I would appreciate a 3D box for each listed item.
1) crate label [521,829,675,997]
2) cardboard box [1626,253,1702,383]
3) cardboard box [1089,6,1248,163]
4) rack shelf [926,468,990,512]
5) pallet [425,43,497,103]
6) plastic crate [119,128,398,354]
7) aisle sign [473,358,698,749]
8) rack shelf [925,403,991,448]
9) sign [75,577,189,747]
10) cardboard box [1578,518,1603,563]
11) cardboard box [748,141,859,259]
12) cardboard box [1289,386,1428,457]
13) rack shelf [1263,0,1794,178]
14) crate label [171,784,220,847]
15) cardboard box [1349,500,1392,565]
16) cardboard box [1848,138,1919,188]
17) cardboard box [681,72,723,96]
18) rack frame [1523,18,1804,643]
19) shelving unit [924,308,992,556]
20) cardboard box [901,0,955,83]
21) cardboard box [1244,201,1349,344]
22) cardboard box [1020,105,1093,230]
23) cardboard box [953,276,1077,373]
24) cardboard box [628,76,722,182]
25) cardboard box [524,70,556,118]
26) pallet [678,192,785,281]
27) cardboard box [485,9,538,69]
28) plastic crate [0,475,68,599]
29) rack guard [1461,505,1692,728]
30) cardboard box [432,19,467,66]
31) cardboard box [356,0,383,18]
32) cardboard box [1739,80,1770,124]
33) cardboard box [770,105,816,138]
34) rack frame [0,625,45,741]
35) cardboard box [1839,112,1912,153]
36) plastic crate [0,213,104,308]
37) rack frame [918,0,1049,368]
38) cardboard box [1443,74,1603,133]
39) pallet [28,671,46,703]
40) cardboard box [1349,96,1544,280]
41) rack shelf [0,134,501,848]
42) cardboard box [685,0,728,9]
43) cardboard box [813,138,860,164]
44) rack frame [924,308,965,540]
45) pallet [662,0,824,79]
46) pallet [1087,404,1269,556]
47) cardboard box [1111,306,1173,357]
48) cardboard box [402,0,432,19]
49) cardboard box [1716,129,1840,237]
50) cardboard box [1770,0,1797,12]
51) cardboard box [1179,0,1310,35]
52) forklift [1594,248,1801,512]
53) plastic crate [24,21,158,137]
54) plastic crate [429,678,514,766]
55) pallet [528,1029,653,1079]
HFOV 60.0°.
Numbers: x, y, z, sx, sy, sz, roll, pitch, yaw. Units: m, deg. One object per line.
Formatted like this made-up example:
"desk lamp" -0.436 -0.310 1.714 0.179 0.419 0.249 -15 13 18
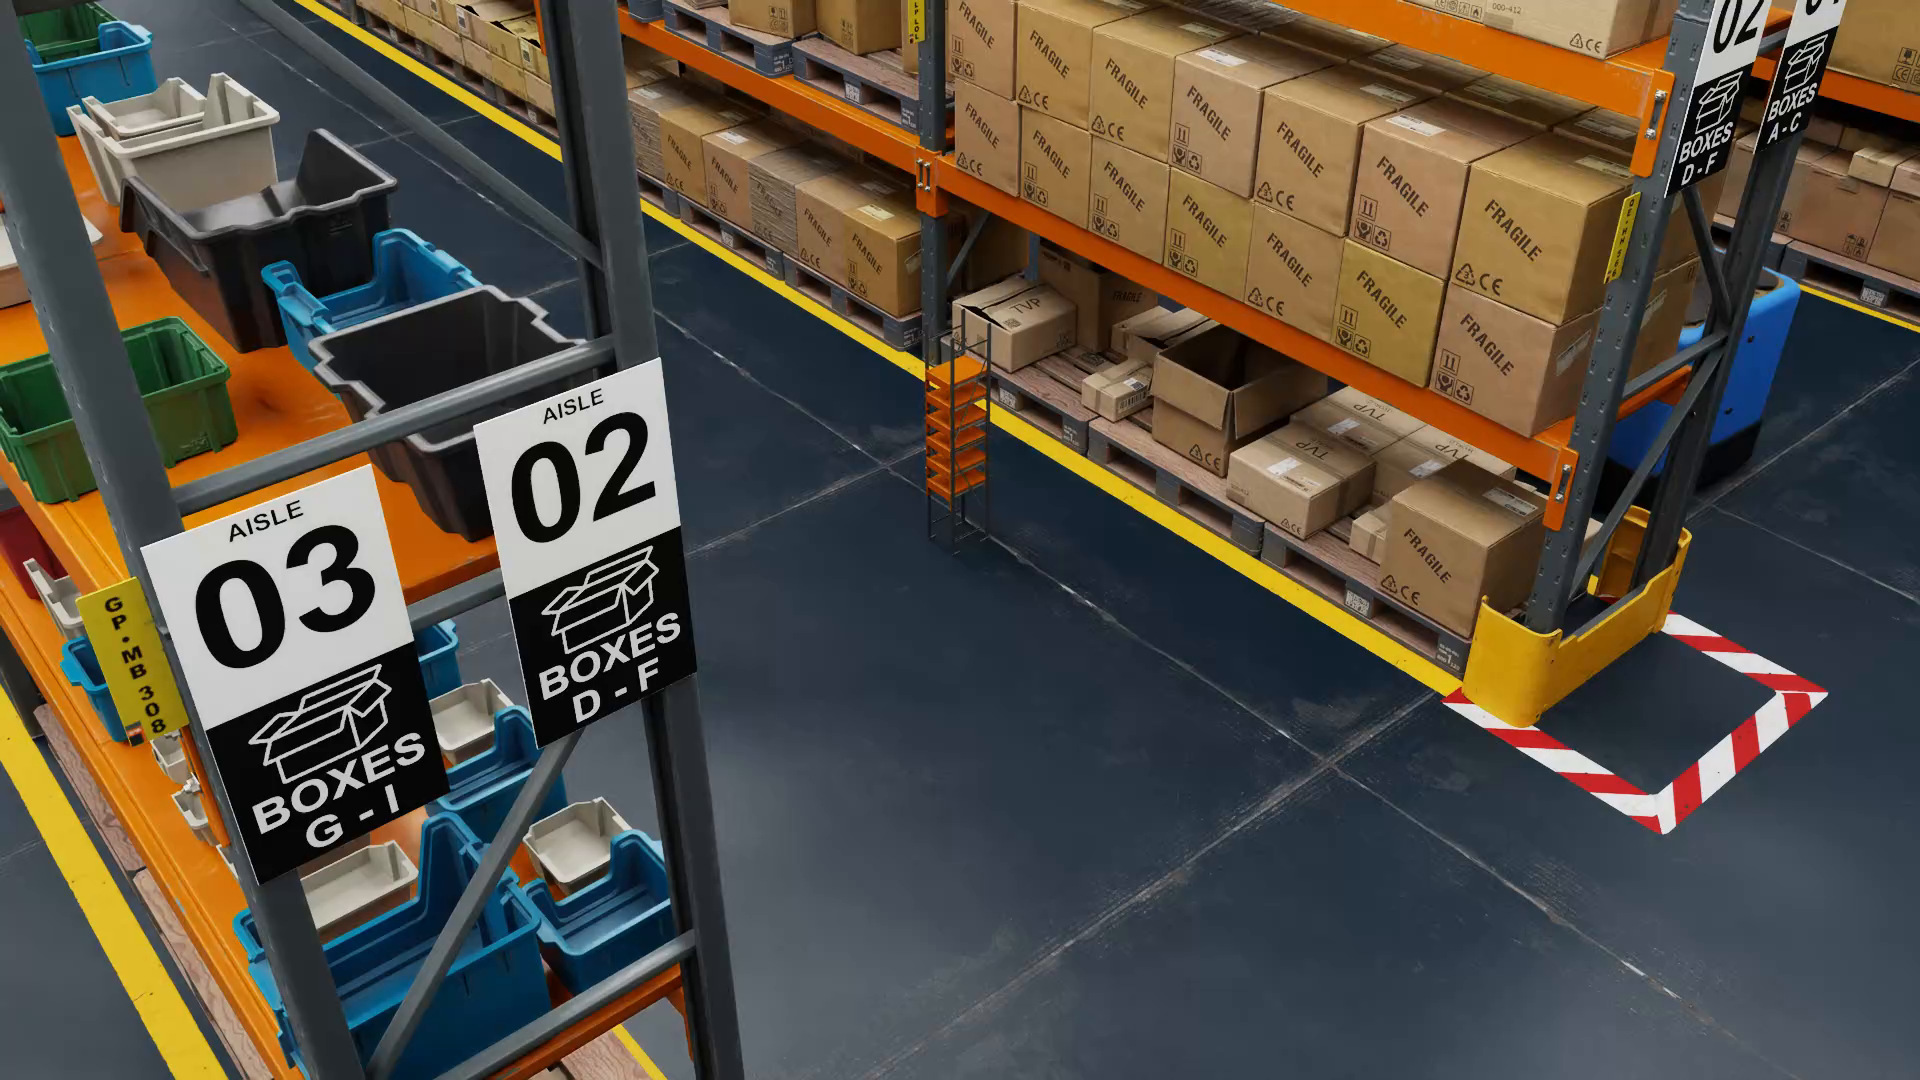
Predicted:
"crate label" -0.913 0.994 4.344 0.416 0.233 0.303 -26 43 -32
"cardboard box" 2.697 -0.999 6.979 0.500 0.500 0.500 -25 42 -31
"cardboard box" 0.954 -2.111 7.684 0.500 0.500 0.500 -27 44 -33
"rack shelf" -0.009 -0.264 8.077 0.258 0.103 0.180 -26 43 -32
"pallet" -3.666 -3.975 13.679 1.003 0.211 1.213 -26 43 -32
"plastic crate" -1.781 -0.794 4.234 0.504 0.338 0.767 -26 43 -32
"aisle sign" -0.731 0.042 3.346 0.394 0.787 0.004 -26 43 -32
"rack shelf" -0.009 -0.558 7.869 0.258 0.103 0.180 -26 43 -32
"sign" -1.414 0.213 2.850 0.100 0.325 0.005 -26 43 -32
"cardboard box" 2.774 0.007 7.731 0.380 0.149 0.250 -26 43 -32
"cardboard box" -0.973 -2.143 10.463 0.500 0.500 0.500 -25 43 -31
"cardboard box" 2.002 -0.509 8.372 0.500 0.250 0.500 -26 43 -32
"rack shelf" 1.491 -2.478 7.180 1.077 0.370 4.000 -26 43 -32
"crate label" -2.044 0.725 4.807 0.396 0.136 0.243 -26 43 -32
"cardboard box" 2.050 -0.048 7.793 0.380 0.166 0.250 -26 43 -32
"cardboard box" 5.648 -2.302 10.144 0.380 0.149 0.250 -25 42 -31
"cardboard box" -1.598 -3.030 11.715 0.500 0.500 0.500 -24 42 -30
"rack frame" 2.782 -0.664 6.592 1.000 3.000 0.127 -26 43 -32
"shelving unit" -0.009 -0.496 7.912 0.258 1.200 0.189 -26 43 -32
"cardboard box" 0.065 -2.935 9.349 0.500 0.500 0.700 19 39 24
"cardboard box" 1.629 -1.251 7.335 0.500 0.500 0.500 -26 43 -31
"cardboard box" 0.654 -1.919 8.278 0.500 0.500 0.500 -25 42 -31
"cardboard box" 0.306 -1.246 9.360 0.500 0.311 0.500 -26 43 -32
"cardboard box" -1.963 -2.819 11.417 0.500 0.500 0.500 -28 44 -33
"cardboard box" -2.907 -3.387 12.452 0.500 0.250 0.500 -25 42 -31
"pallet" -1.145 -2.176 11.140 1.003 0.211 1.213 -26 43 -32
"cardboard box" -3.248 -3.841 12.608 0.500 0.311 0.500 -27 43 -32
"plastic crate" -3.201 -0.147 5.755 0.402 0.464 0.583 -26 43 -32
"rack guard" 2.733 0.322 7.362 1.175 0.500 0.348 -26 43 -32
"cardboard box" -3.899 -4.062 13.406 0.500 0.250 0.500 -25 42 -31
"cardboard box" -4.891 -4.741 14.364 0.500 0.250 0.500 -27 43 -33
"cardboard box" 5.286 -2.891 10.976 0.380 0.149 0.250 -27 43 -33
"cardboard box" -0.895 -2.863 10.830 0.500 0.250 0.500 -27 43 -33
"rack frame" -3.586 -0.584 6.480 1.000 3.000 0.127 -26 43 -32
"cardboard box" 5.780 -2.554 10.500 0.380 0.149 0.250 -26 43 -31
"plastic crate" -2.528 -0.754 4.353 0.437 0.136 0.530 -26 43 -32
"rack frame" 0.200 -2.430 9.086 1.000 3.000 0.127 -26 43 -32
"cardboard box" 2.354 -1.635 7.012 0.500 0.500 0.500 -26 43 -31
"pallet" -4.052 0.197 7.788 1.003 0.211 1.213 -26 43 -32
"cardboard box" 1.958 -1.430 6.722 0.500 0.500 0.500 -25 42 -31
"rack shelf" -2.295 -0.632 4.574 1.077 0.370 4.000 -26 43 -32
"cardboard box" -1.444 -3.697 10.425 0.700 0.500 0.500 -18 39 -24
"cardboard box" -0.595 -2.349 10.753 0.500 0.500 0.500 -25 43 -31
"rack frame" -0.068 -0.536 7.969 0.240 1.200 0.006 -26 43 -32
"pallet" -1.123 -3.261 10.425 1.003 0.211 1.213 -26 43 -32
"pallet" 1.434 -0.450 8.702 1.003 0.211 1.213 -26 43 -32
"cardboard box" 1.072 -1.157 9.375 0.380 0.149 0.250 -26 43 -32
"cardboard box" -4.232 -4.514 13.559 0.500 0.311 0.500 -28 44 -33
"cardboard box" 5.387 -2.379 10.813 0.700 0.500 0.500 -28 44 -33
"cardboard box" 5.264 -3.514 10.357 0.980 0.700 0.700 -28 44 -34
"cardboard box" 1.382 -2.304 7.957 0.500 0.500 0.500 -26 43 -31
"forklift" 2.891 -2.113 8.697 1.130 2.935 3.031 -23 41 -29
"plastic crate" -2.755 -1.457 5.262 0.416 0.233 0.300 -26 43 -32
"plastic crate" -1.494 0.561 5.039 0.250 0.136 0.298 -26 43 -32
"pallet" -1.507 1.941 5.326 1.003 0.211 1.213 -26 43 -32
